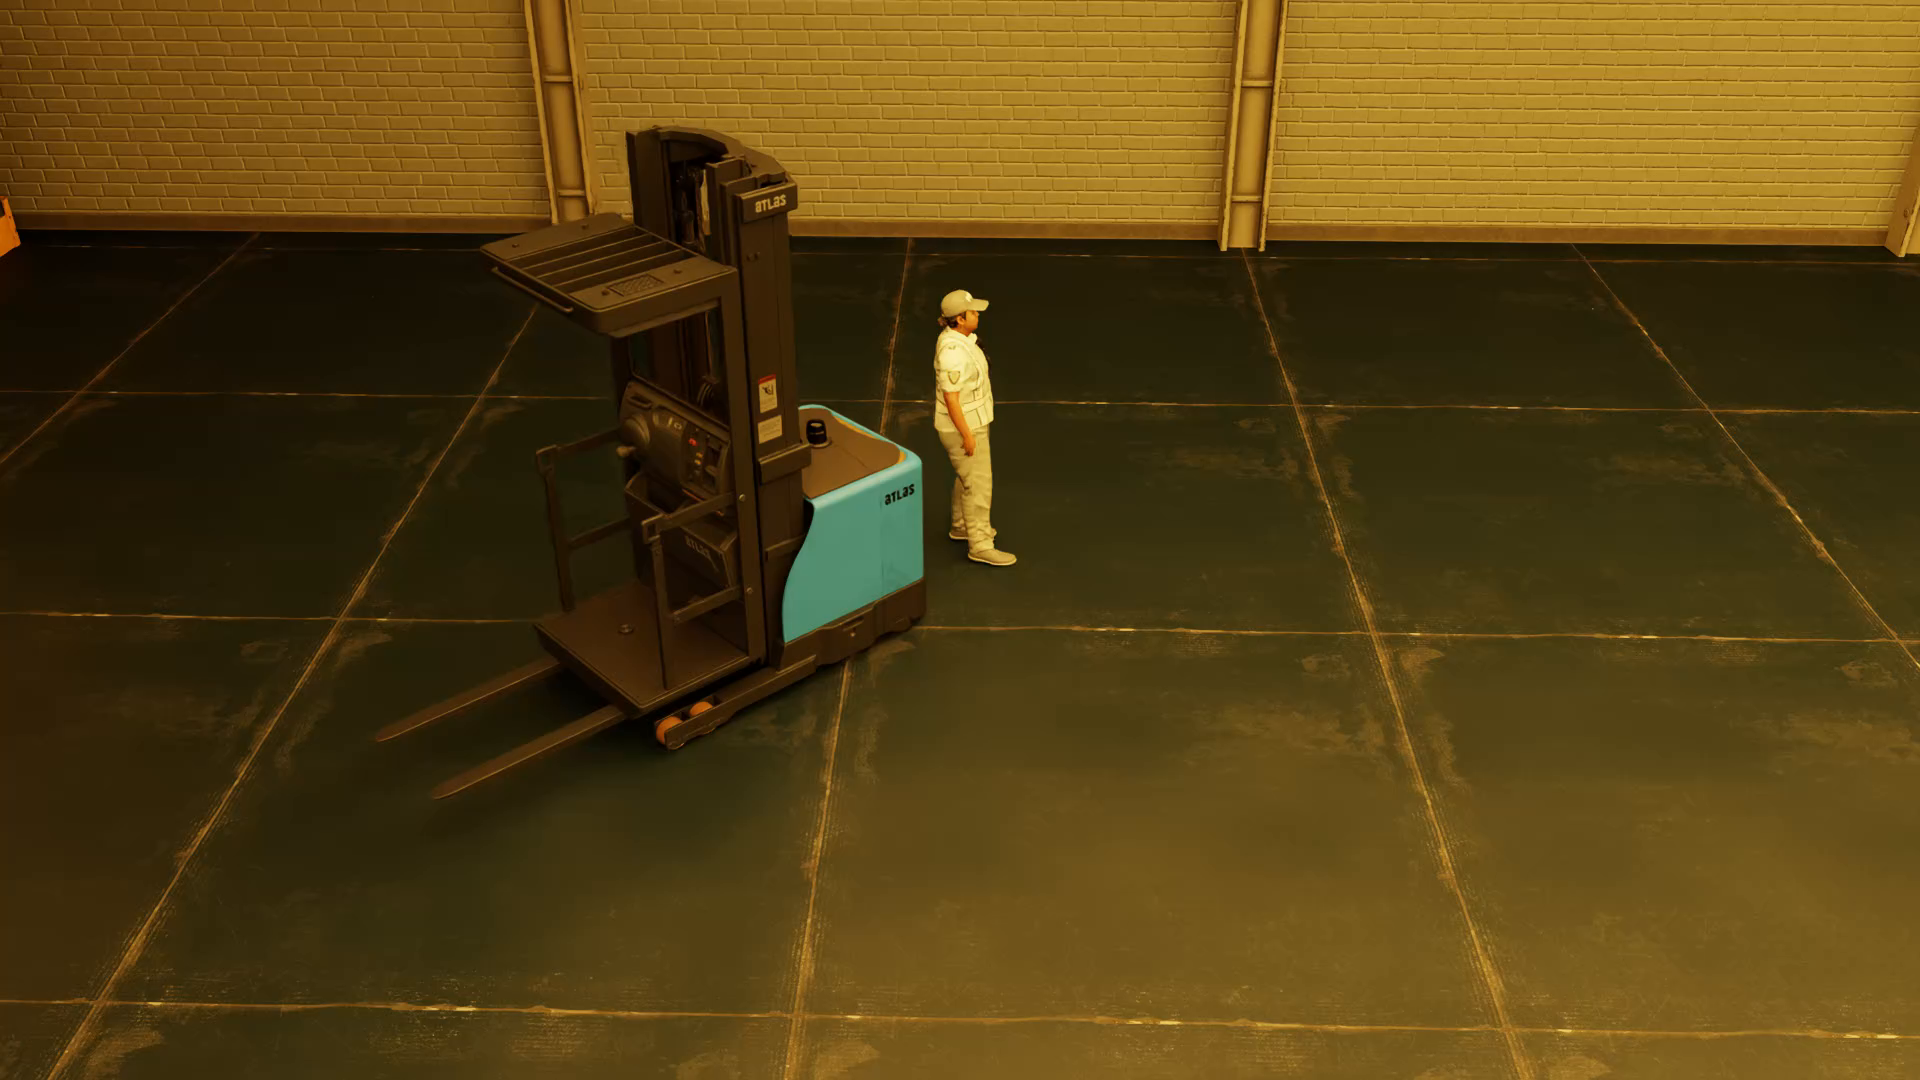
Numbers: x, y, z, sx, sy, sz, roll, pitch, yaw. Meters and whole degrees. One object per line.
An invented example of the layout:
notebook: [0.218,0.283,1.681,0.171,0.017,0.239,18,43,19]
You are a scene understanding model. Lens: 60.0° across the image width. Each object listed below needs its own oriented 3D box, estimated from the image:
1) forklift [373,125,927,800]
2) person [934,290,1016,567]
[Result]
forklift: [-1.622,-0.473,8.417,3.031,2.935,1.130,-25,39,-36]
person: [0.101,-0.704,10.059,0.516,1.670,0.599,1,31,2]
